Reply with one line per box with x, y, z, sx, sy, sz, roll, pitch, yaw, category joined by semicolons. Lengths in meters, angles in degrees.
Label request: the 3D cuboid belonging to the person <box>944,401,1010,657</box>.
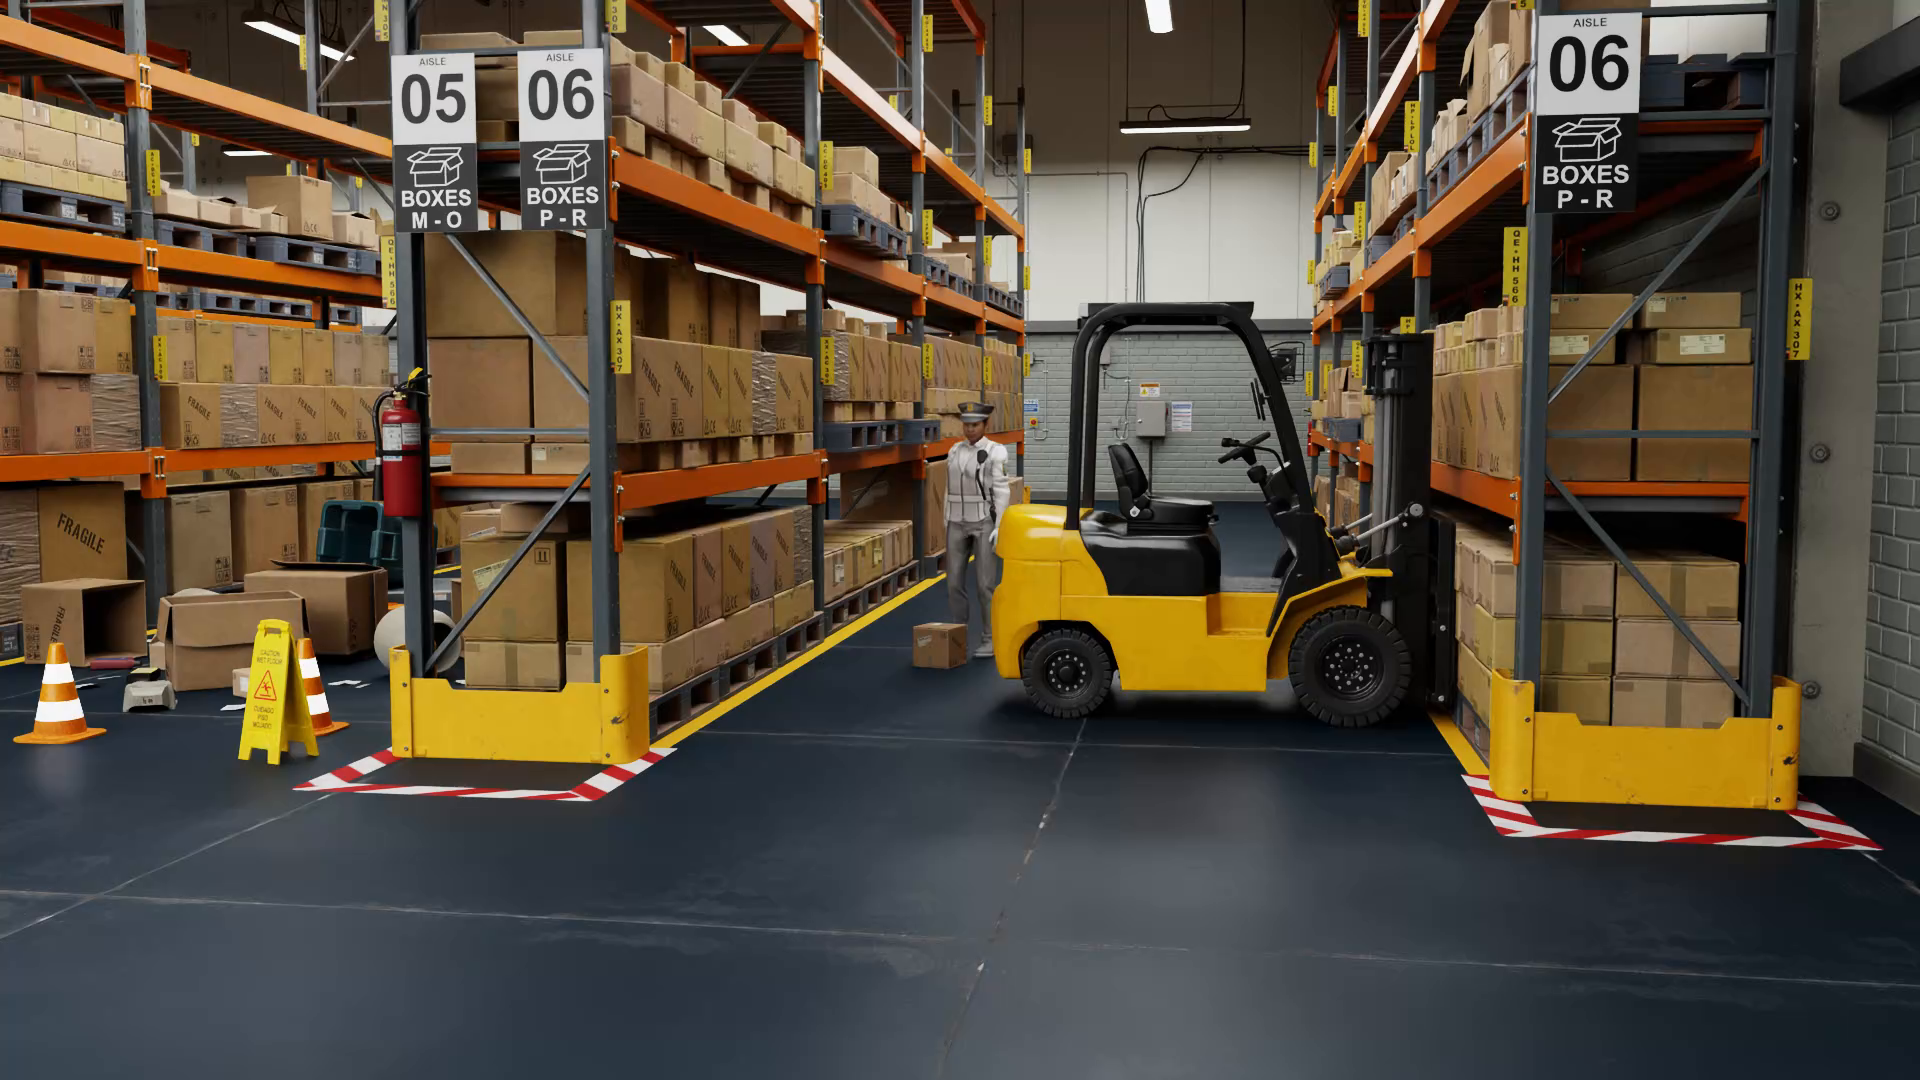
0.094;-0.073;10.855;0.473;1.661;0.331;3;5;29;person
